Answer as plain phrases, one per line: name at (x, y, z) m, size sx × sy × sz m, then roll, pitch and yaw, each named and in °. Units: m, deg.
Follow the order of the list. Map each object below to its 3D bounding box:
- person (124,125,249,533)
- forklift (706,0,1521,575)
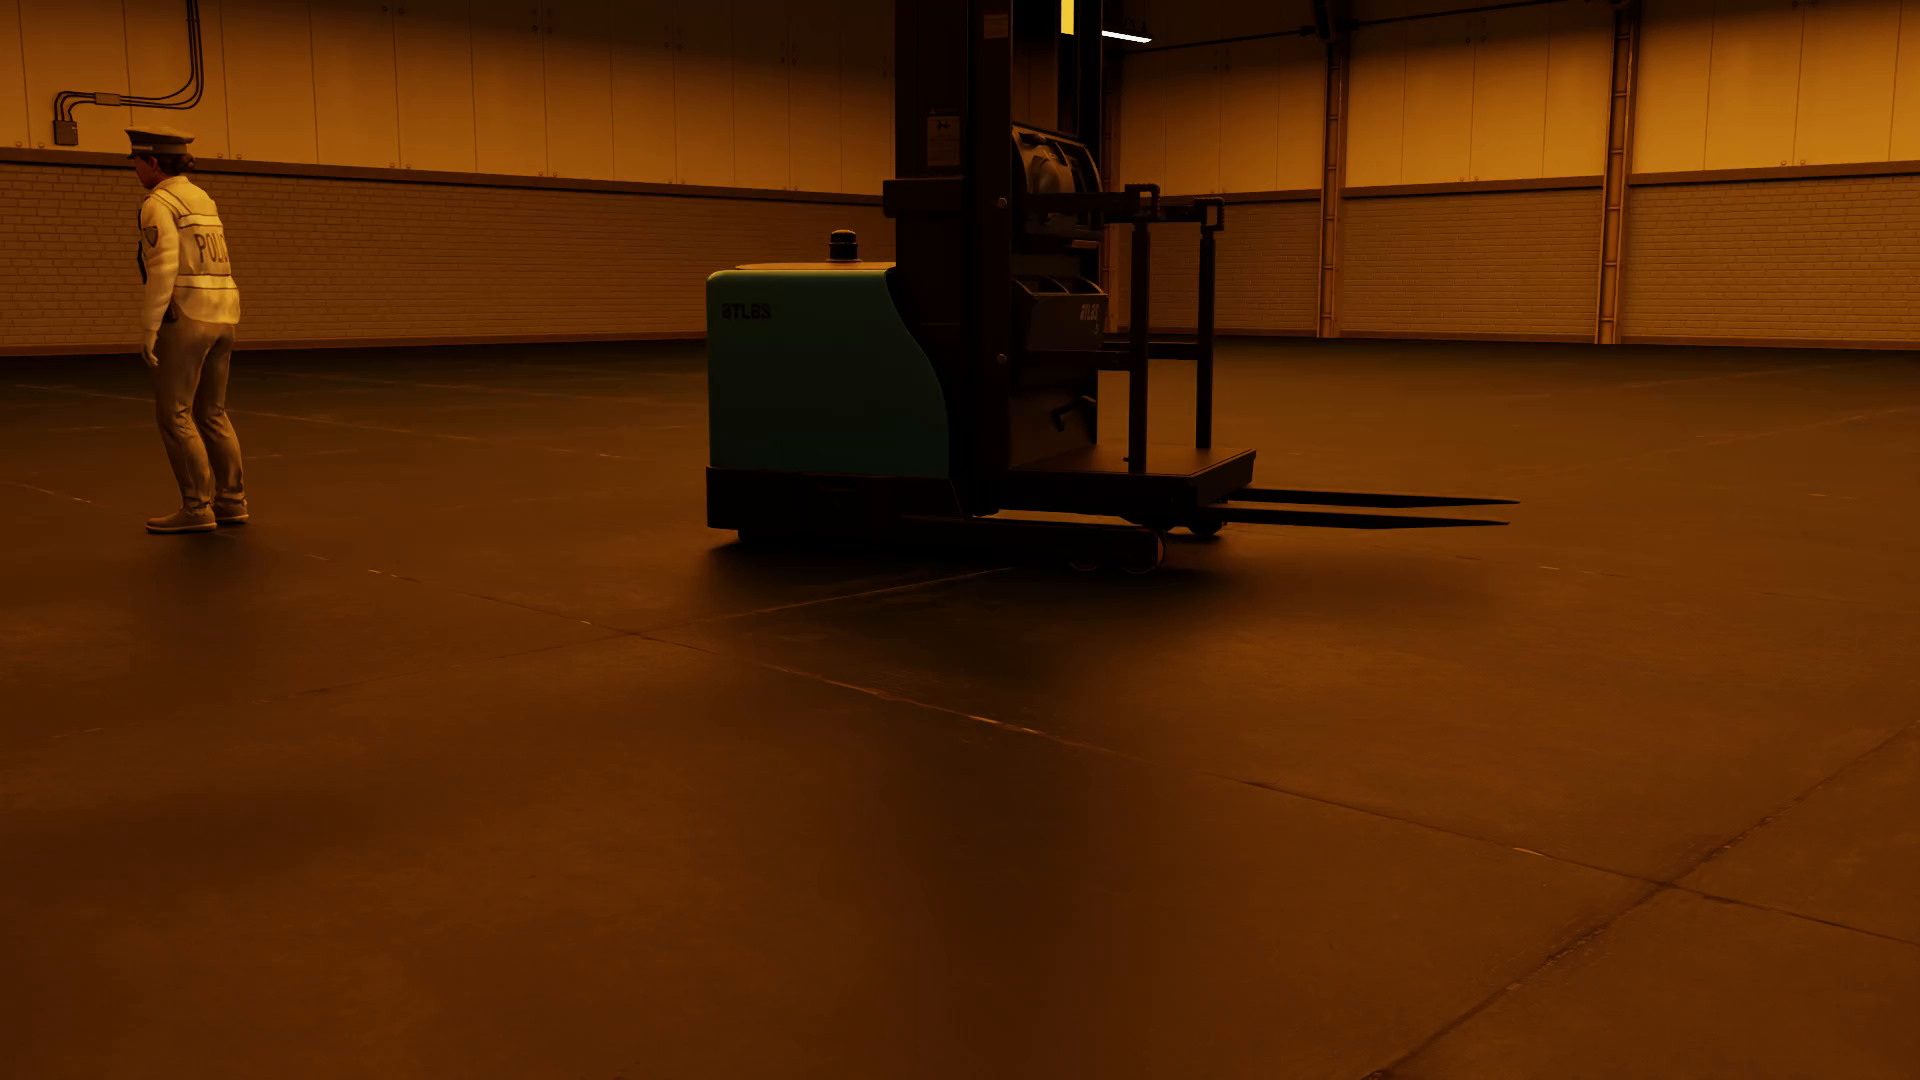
person at (-3.221, -0.873, 6.930) m, size 0.373 × 1.665 × 0.542 m, roll 1°, pitch 9°, yaw 6°
forklift at (0.565, -1.416, 6.275) m, size 3.031 × 2.935 × 1.130 m, roll 3°, pitch 9°, yaw 22°
